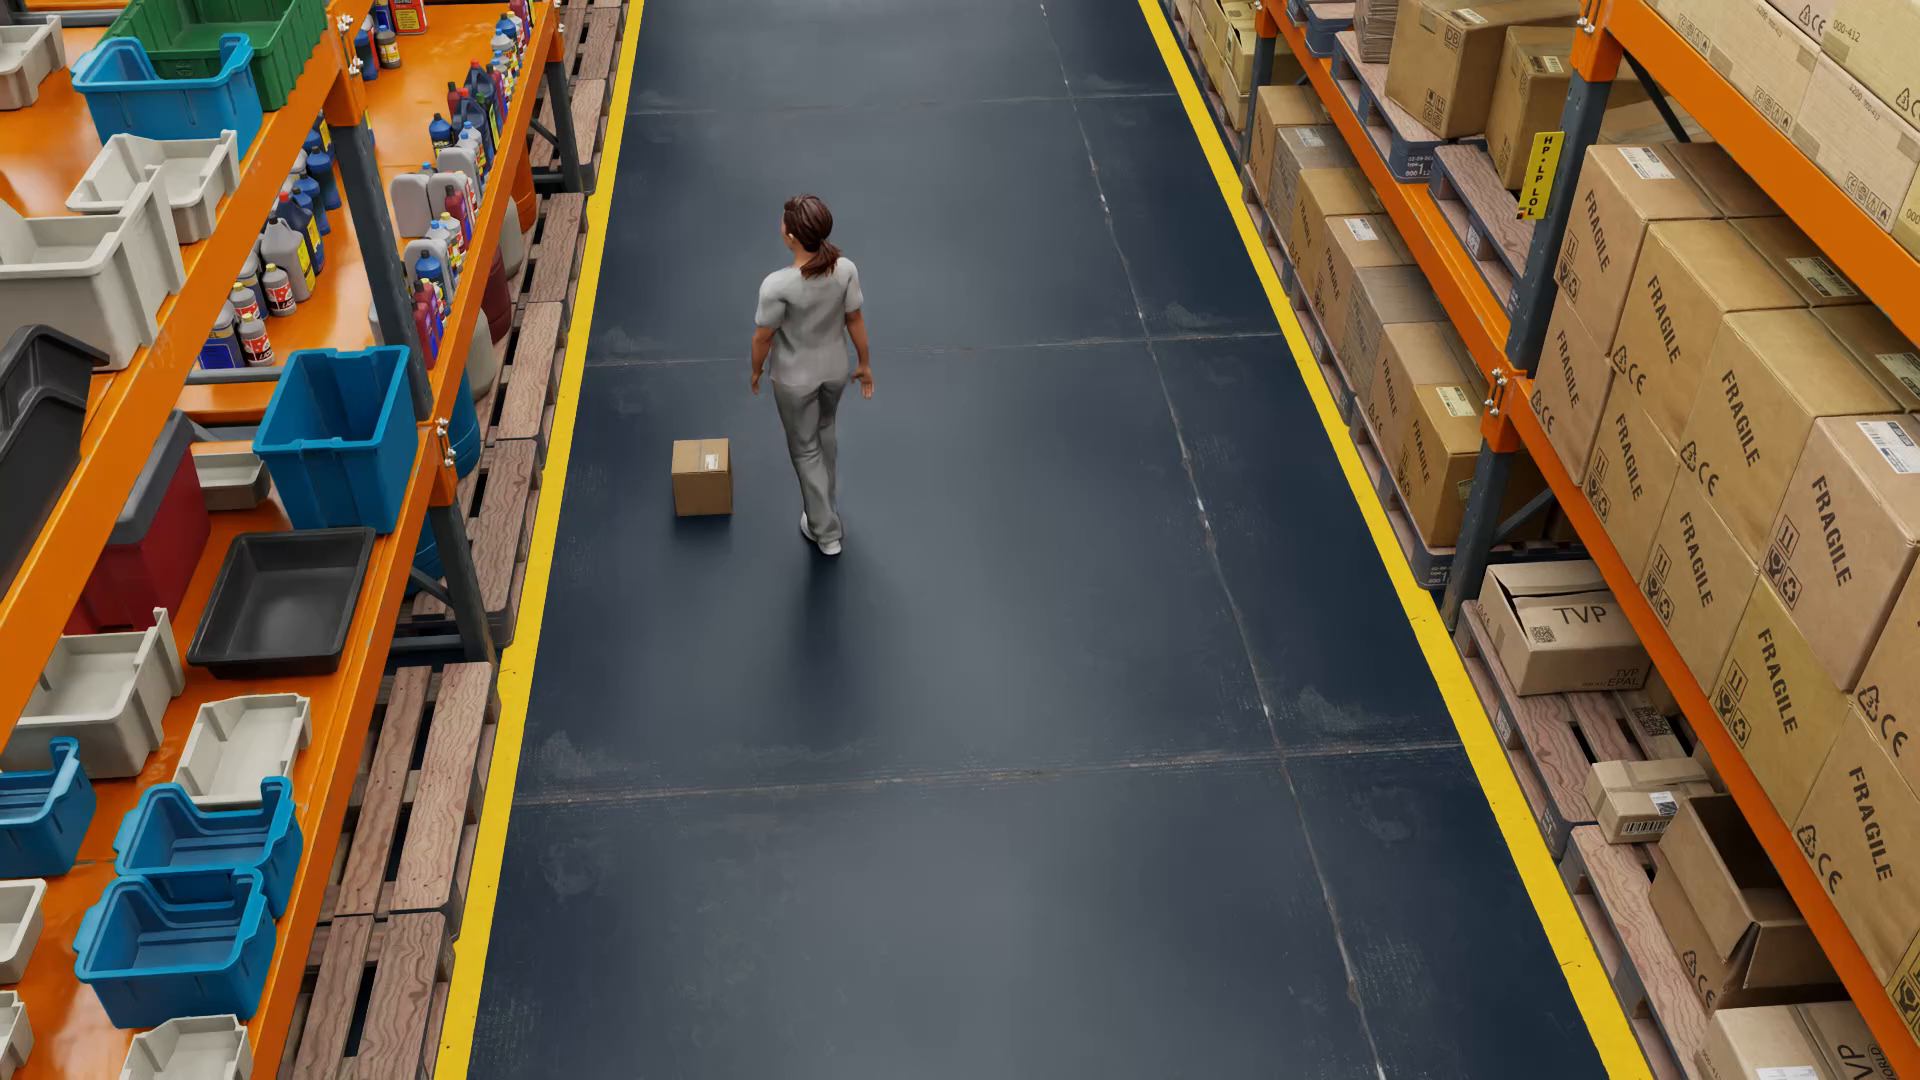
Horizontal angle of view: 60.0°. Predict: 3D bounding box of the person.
[{"bbox_3d":[-0.659,-0.706,7.061,0.492,1.731,0.567,-21,44,-24],"label":"person"}]
